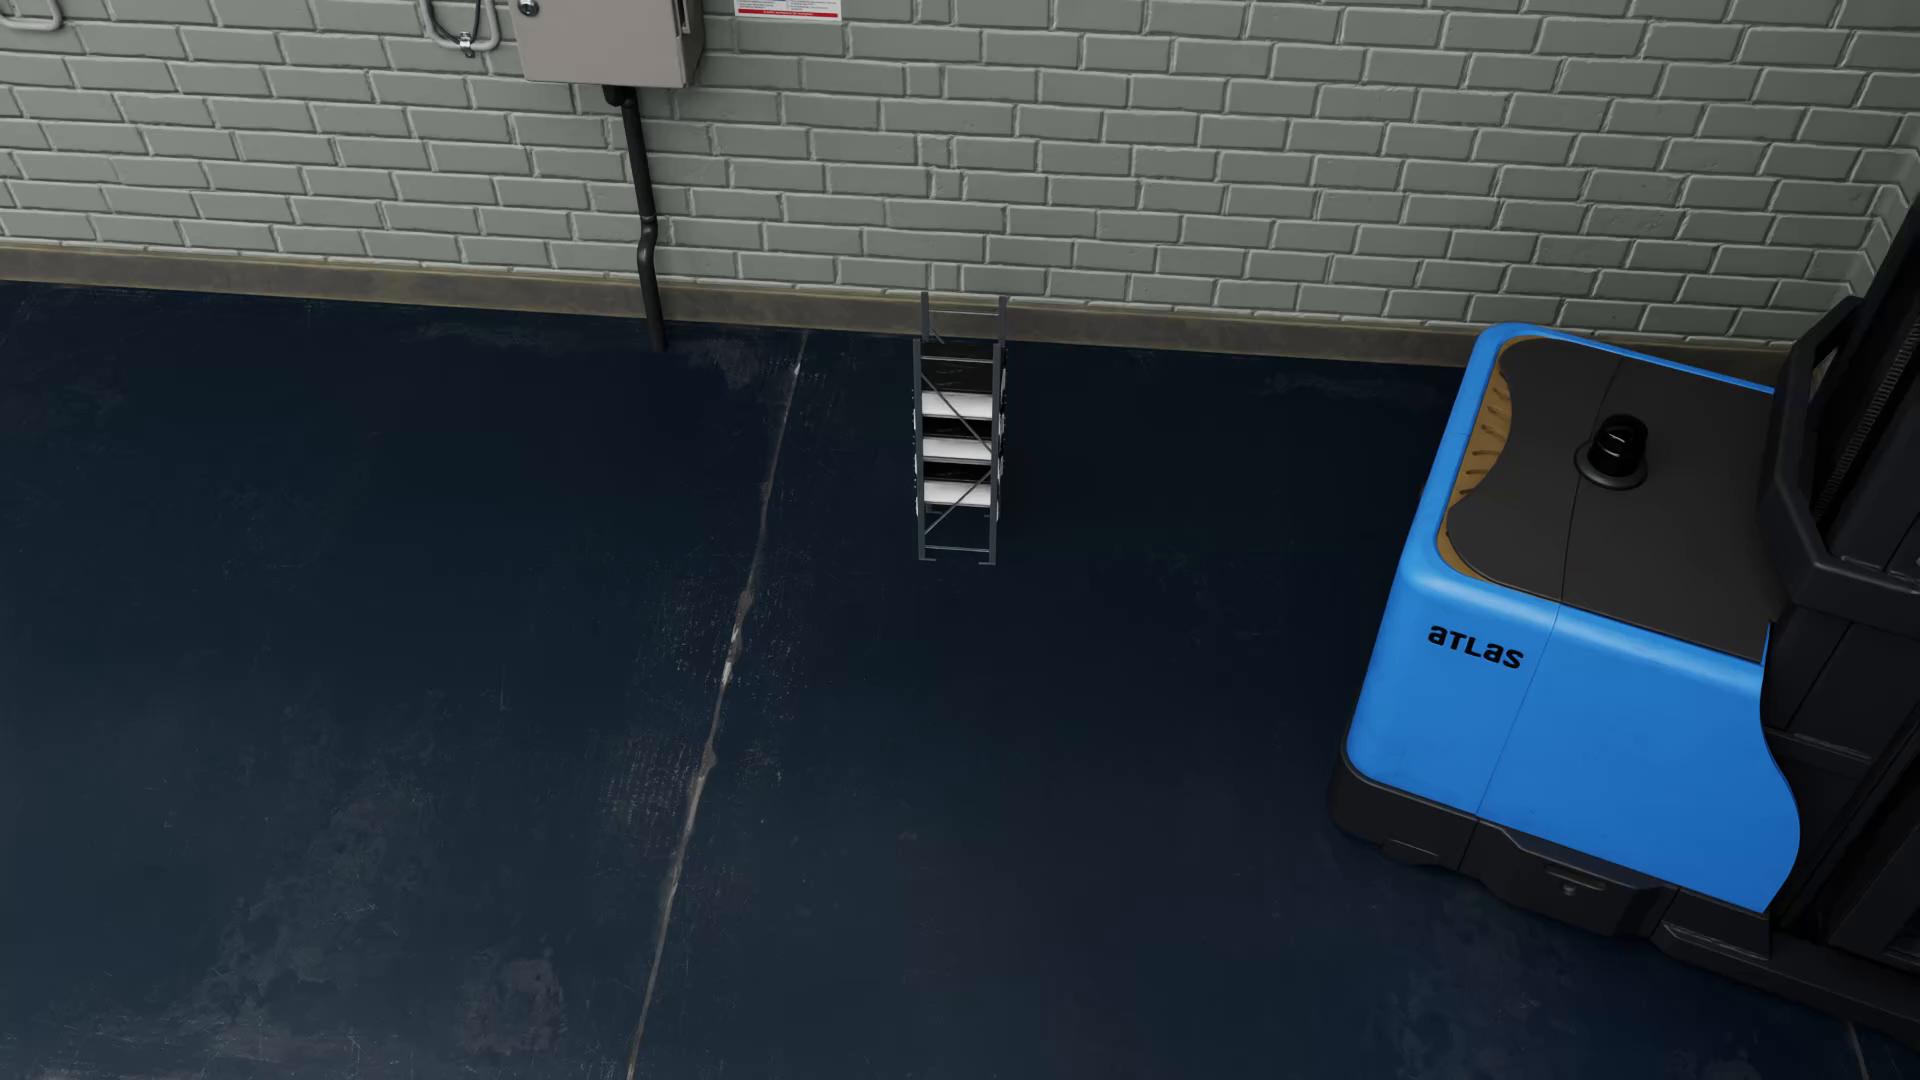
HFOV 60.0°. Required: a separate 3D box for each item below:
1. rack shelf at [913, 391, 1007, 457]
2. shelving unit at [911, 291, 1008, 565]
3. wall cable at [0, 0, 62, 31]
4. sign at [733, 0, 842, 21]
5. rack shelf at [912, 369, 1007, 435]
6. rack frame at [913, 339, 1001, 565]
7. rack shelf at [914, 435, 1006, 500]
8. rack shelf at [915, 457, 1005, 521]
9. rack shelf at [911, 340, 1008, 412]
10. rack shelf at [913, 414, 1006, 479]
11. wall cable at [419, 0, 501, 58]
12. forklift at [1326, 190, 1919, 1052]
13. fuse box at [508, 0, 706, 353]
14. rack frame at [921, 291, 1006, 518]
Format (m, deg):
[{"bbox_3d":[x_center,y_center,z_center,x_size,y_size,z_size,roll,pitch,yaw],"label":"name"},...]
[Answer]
[{"bbox_3d":[0.001,-0.348,4.882,0.258,0.077,0.200,4,48,4],"label":"rack shelf"},{"bbox_3d":[0.001,-0.310,4.923,0.258,0.900,0.210,4,48,4],"label":"shelving unit"},{"bbox_3d":[-3.113,-2.272,4.585,0.585,1.953,0.123,4,48,4],"label":"wall cable"},{"bbox_3d":[-0.524,-1.757,4.888,0.329,0.494,0.001,4,48,4],"label":"sign"},{"bbox_3d":[0.001,-0.409,4.815,0.258,0.077,0.200,4,48,4],"label":"rack shelf"},{"bbox_3d":[-0.009,-0.235,4.855,0.240,0.900,0.006,4,48,4],"label":"rack frame"},{"bbox_3d":[0.001,-0.226,5.014,0.258,0.077,0.200,4,48,4],"label":"rack shelf"},{"bbox_3d":[0.001,-0.166,5.081,0.258,0.077,0.200,4,48,4],"label":"rack shelf"},{"bbox_3d":[0.001,-0.469,4.749,0.258,0.077,0.200,4,48,4],"label":"rack shelf"},{"bbox_3d":[0.001,-0.287,4.948,0.258,0.077,0.200,4,48,4],"label":"rack shelf"},{"bbox_3d":[-1.700,-2.174,4.517,0.588,1.984,0.122,4,48,4],"label":"wall cable"},{"bbox_3d":[2.554,-0.089,3.346,3.031,2.935,1.130,18,50,16],"label":"forklift"},{"bbox_3d":[-1.035,-1.235,5.220,0.539,1.711,0.414,4,48,4],"label":"fuse box"},{"bbox_3d":[0.010,-0.384,4.992,0.240,0.900,0.006,4,48,4],"label":"rack frame"}]
